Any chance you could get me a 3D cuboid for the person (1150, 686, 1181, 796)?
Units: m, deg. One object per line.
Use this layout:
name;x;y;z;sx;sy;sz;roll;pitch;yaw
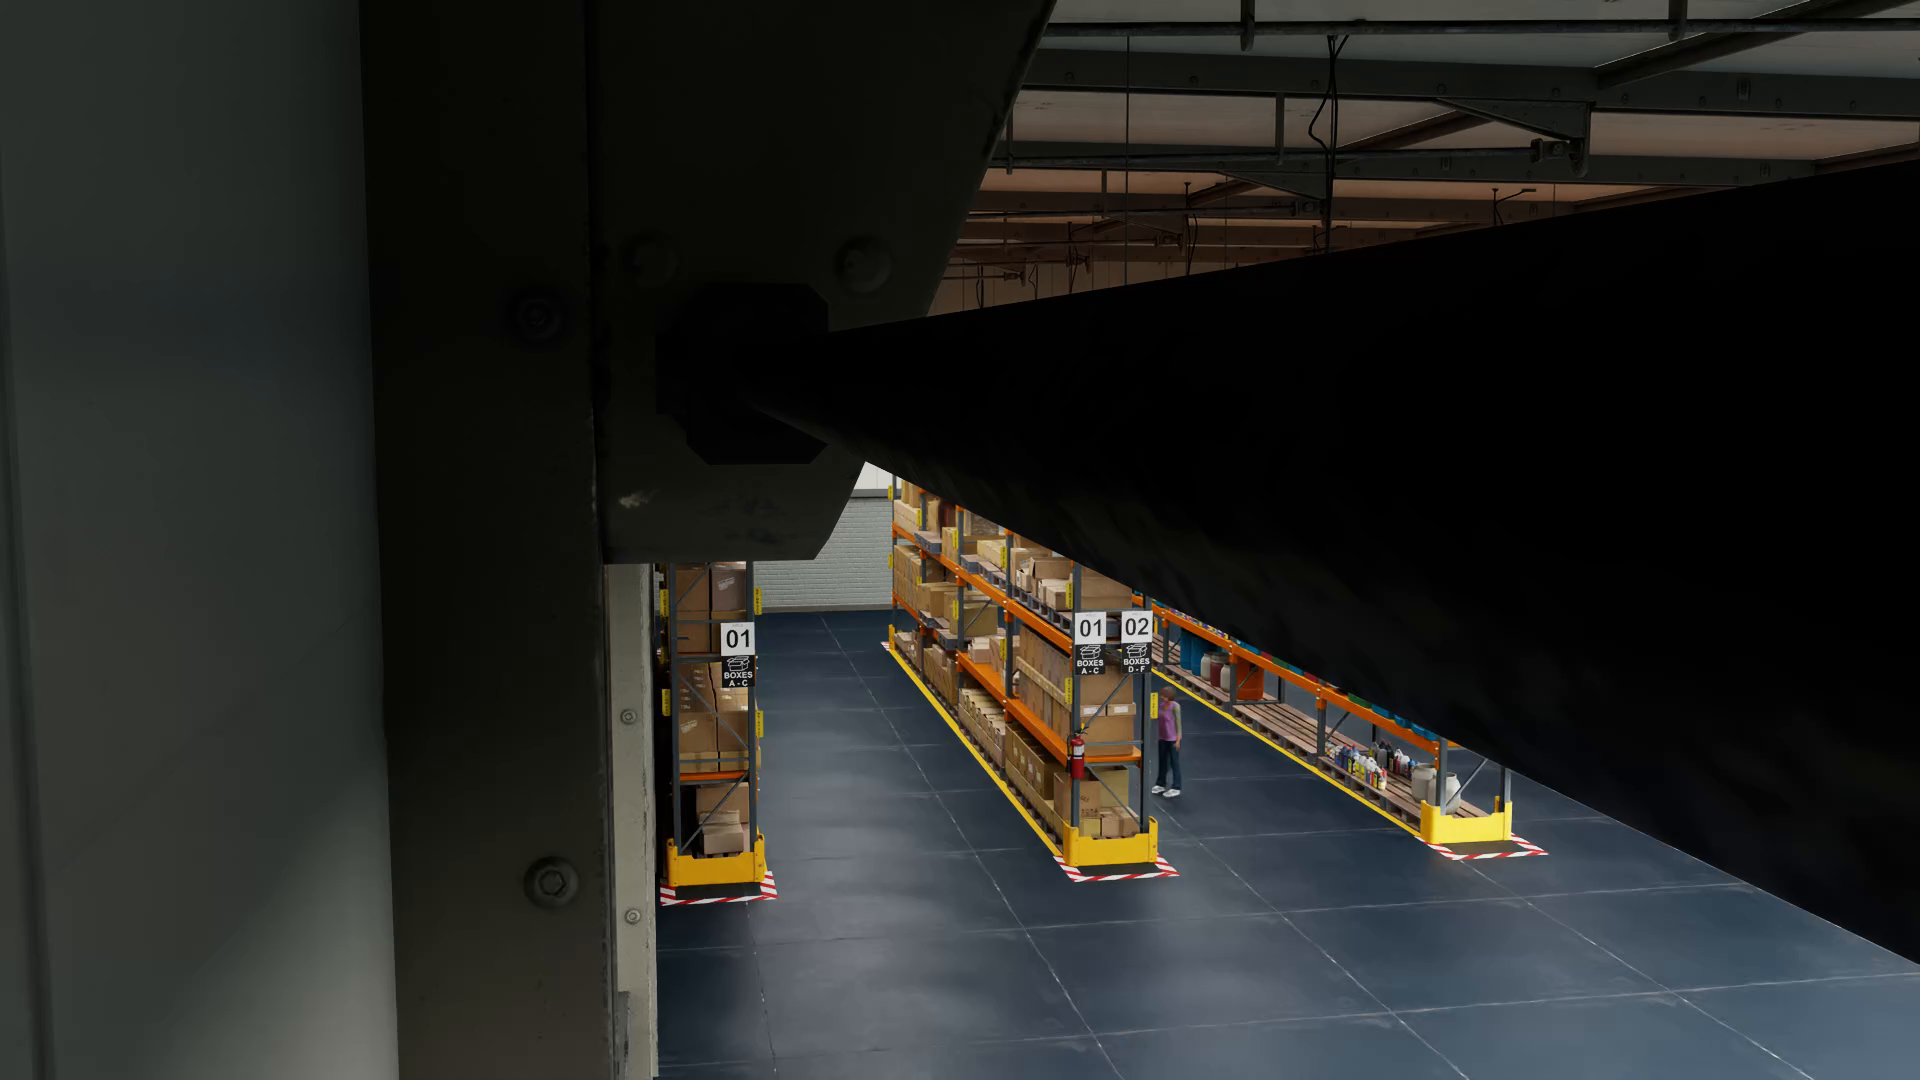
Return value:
person;3.009;2.914;24.211;0.391;1.601;0.468;-4;8;-35
